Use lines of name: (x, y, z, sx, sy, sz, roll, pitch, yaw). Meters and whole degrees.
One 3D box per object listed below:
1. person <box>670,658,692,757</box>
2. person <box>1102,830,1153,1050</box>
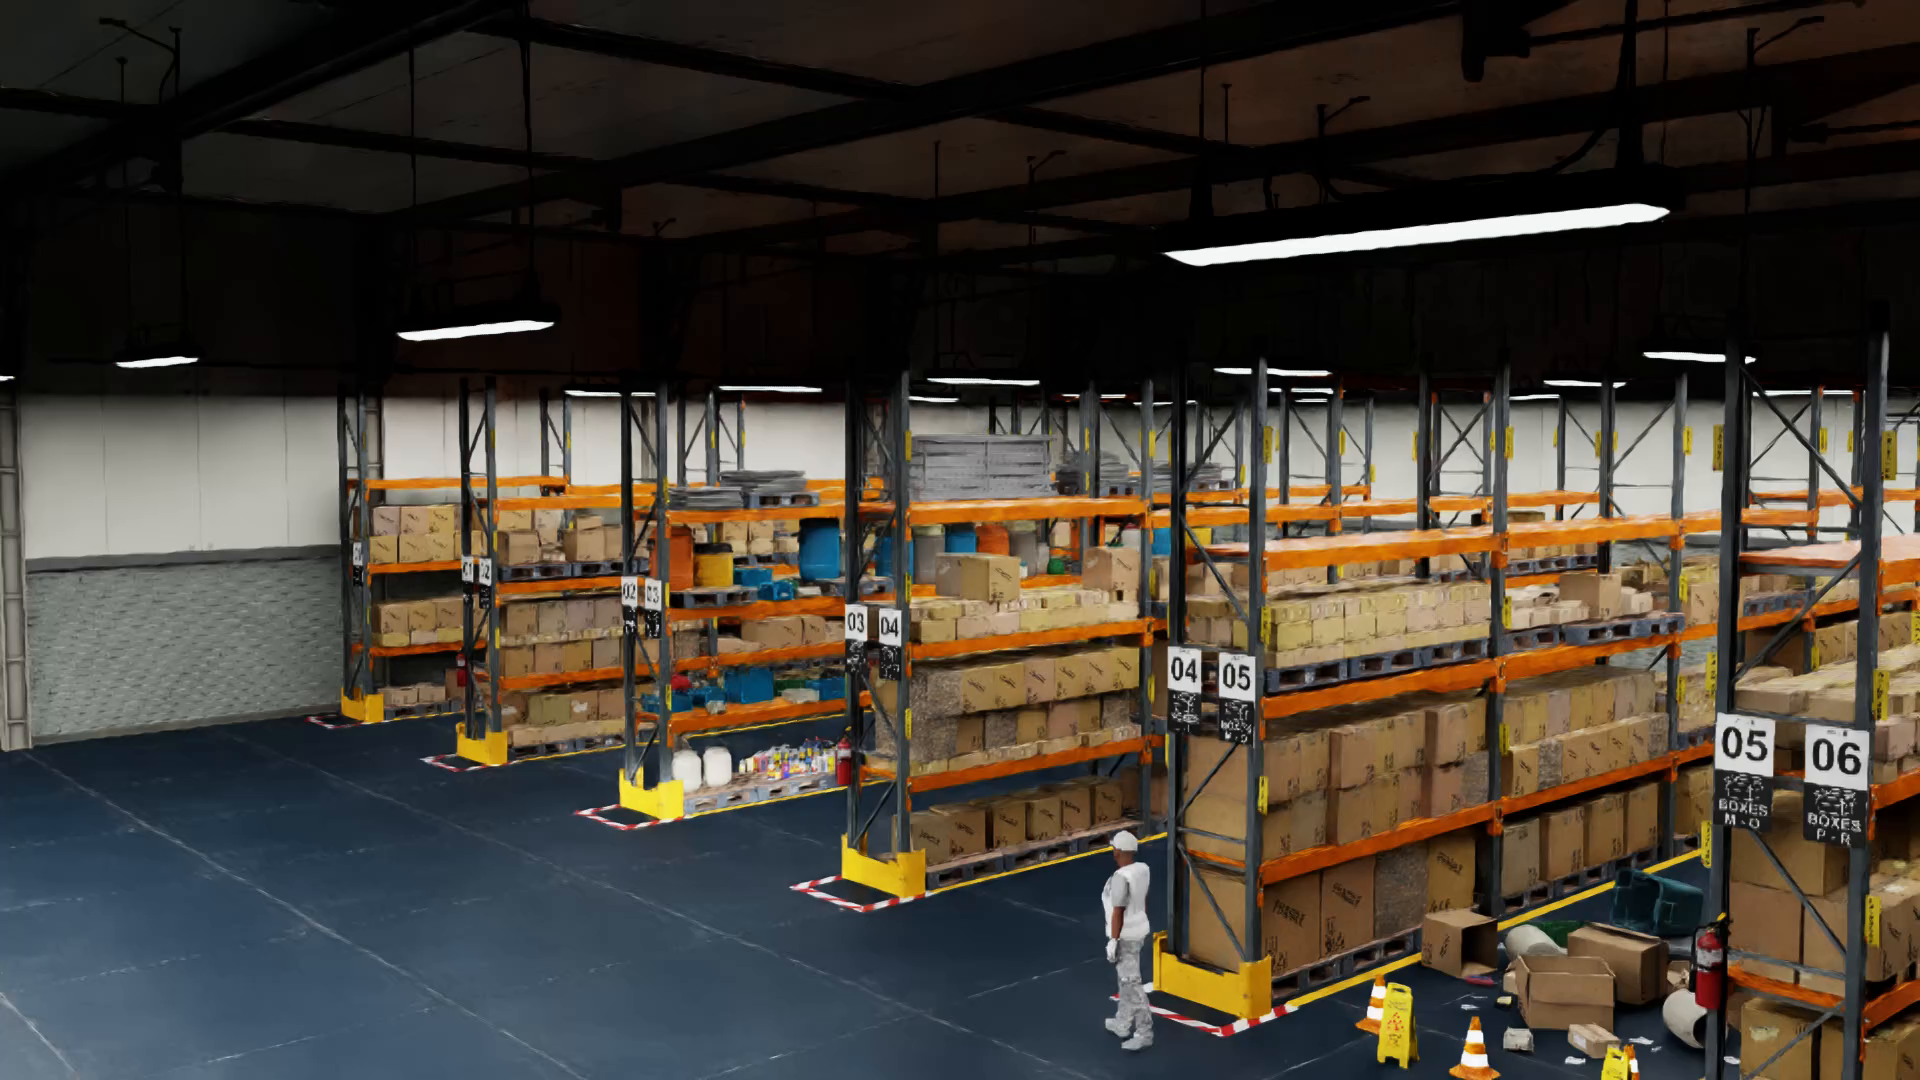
person: (-4.303, 2.640, 25.610, 0.673, 1.692, 0.700, 3, 5, 40)
person: (1.417, 3.354, 14.086, 0.563, 1.788, 0.669, 2, 4, 27)
